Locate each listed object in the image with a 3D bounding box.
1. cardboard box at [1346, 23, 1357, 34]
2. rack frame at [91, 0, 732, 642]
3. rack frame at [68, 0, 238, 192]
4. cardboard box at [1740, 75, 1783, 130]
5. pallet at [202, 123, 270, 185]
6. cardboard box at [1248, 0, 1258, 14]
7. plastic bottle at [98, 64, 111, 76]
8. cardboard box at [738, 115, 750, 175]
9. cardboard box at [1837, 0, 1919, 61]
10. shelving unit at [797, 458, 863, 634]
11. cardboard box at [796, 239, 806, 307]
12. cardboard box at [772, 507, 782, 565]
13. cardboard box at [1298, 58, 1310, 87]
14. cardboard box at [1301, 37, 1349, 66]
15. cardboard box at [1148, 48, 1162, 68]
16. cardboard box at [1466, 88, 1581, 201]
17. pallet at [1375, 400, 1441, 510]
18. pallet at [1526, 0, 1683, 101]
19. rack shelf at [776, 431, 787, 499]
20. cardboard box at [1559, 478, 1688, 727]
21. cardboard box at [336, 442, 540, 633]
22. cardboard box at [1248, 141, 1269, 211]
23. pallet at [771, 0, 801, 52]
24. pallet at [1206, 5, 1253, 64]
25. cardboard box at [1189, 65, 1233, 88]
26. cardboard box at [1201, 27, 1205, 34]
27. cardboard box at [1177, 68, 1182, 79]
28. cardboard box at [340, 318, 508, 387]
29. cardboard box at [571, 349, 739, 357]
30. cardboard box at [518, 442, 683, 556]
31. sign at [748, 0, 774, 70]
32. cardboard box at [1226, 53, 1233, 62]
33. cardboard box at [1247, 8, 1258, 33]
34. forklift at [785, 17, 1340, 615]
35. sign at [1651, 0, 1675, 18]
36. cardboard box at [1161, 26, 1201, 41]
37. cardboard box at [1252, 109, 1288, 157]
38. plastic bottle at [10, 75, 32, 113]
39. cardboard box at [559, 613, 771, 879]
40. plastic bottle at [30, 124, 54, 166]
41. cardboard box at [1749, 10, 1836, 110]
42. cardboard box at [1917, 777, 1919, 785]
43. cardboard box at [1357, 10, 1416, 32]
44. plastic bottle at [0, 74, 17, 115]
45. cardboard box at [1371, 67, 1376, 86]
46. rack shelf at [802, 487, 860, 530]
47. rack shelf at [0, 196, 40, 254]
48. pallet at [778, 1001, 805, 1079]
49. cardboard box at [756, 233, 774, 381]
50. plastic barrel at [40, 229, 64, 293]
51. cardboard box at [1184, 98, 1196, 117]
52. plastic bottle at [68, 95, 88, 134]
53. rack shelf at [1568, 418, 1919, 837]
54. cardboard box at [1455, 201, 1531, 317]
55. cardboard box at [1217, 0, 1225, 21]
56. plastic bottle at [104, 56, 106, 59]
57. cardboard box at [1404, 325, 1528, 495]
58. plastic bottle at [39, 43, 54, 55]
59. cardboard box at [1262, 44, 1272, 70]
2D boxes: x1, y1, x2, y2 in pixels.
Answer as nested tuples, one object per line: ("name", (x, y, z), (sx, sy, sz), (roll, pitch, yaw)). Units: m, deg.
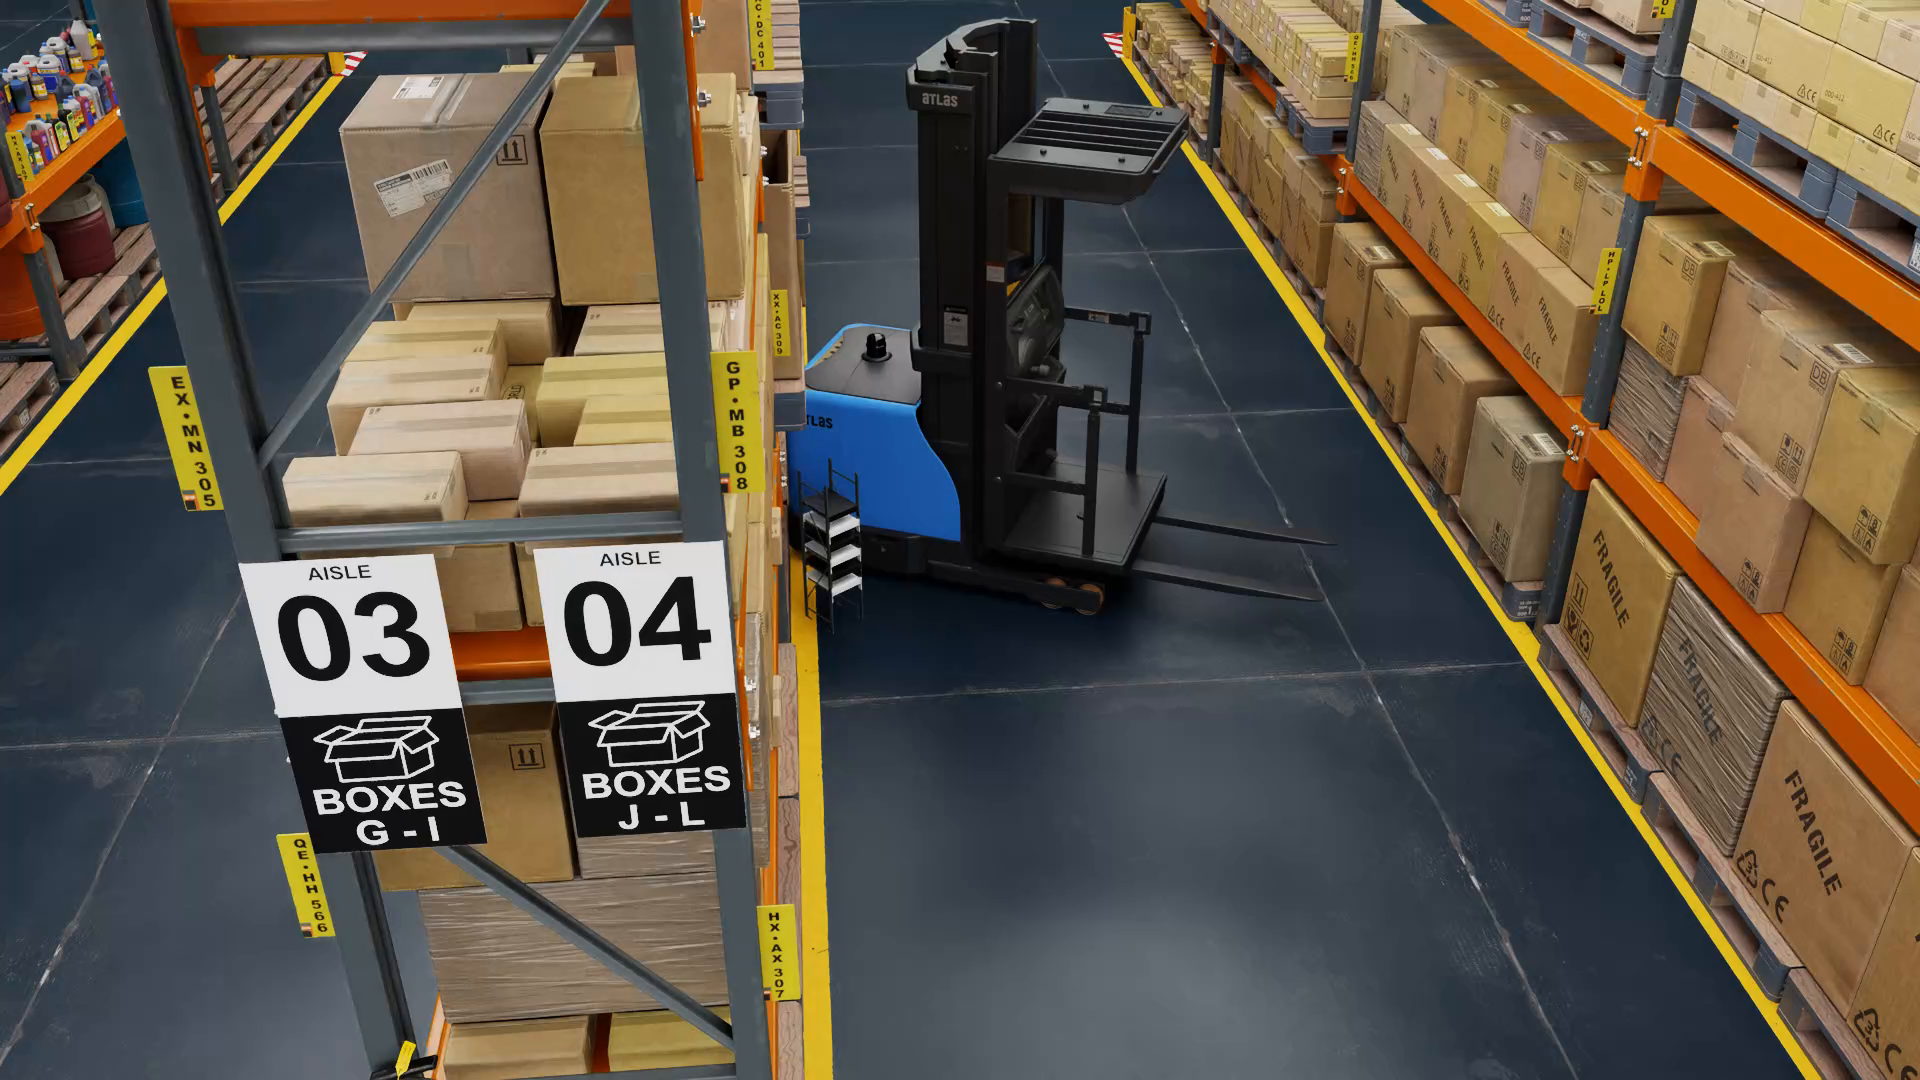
("cardboard box", (3.230, -3.936, 12.961), (0.380, 0.149, 0.250), (-3, 31, -5))
("rack frame", (-1.003, -1.128, 2.863), (1.000, 3.000, 0.127), (-3, 31, -5))
("rack frame", (-7.055, -4.441, 14.261), (1.000, 3.000, 0.127), (-3, 31, -5))
("cardboard box", (3.315, -1.722, 6.520), (0.380, 0.149, 0.250), (-3, 31, -5))
("pallet", (-7.163, -3.618, 15.601), (1.003, 0.211, 1.213), (-3, 31, -5))
("cardboard box", (2.524, -4.309, 13.295), (0.380, 0.149, 0.250), (-2, 31, -3))
("plastic bottle", (-6.581, -3.571, 12.925), (0.152, 0.276, 0.135), (-3, 31, -5))
("cardboard box", (-0.964, -1.432, 6.055), (0.380, 0.149, 0.250), (-4, 31, -6))
("cardboard box", (3.364, -1.803, 5.879), (0.380, 0.149, 0.250), (-2, 31, -4))
("shelving unit", (-0.683, 0.037, 8.812), (0.210, 0.900, 0.258), (-25, 39, -35))
("cardboard box", (-1.794, -2.258, 12.268), (1.225, 0.875, 0.875), (-4, 31, -7))
("cardboard box", (-0.952, -0.010, 7.087), (0.380, 0.149, 0.250), (-3, 31, -5))
("cardboard box", (2.671, -3.389, 12.045), (0.380, 0.149, 0.250), (-2, 31, -3))
("cardboard box", (2.674, -3.507, 11.952), (0.380, 0.149, 0.250), (-3, 31, -5))
("cardboard box", (2.231, -5.188, 17.882), (0.380, 0.149, 0.250), (-2, 31, -4))
("cardboard box", (3.376, -2.284, 9.577), (0.700, 0.500, 0.500), (-3, 31, -5))
("pallet", (3.307, -0.598, 10.545), (1.003, 0.211, 1.213), (-3, 31, -5))
("pallet", (3.436, -2.452, 8.191), (0.805, 0.209, 1.217), (-4, 31, -7))
("rack shelf", (-1.564, -1.306, 9.714), (1.077, 0.370, 4.000), (-3, 31, -5))
("cardboard box", (3.560, 0.276, 8.026), (0.875, 0.875, 0.875), (-2, 31, -4))
("cardboard box", (-1.301, -0.009, 4.062), (0.500, 0.250, 0.500), (-2, 31, -3))
("cardboard box", (2.742, -3.045, 13.951), (0.500, 0.500, 0.500), (-2, 31, -4))
("pallet", (-1.428, -2.651, 8.522), (1.213, 0.211, 1.003), (-3, 31, -5))
("pallet", (2.750, -4.385, 14.354), (1.003, 0.211, 1.213), (-3, 31, -5))
("cardboard box", (2.437, -4.501, 16.151), (0.380, 0.149, 0.250), (-3, 31, -5))
("cardboard box", (2.834, -5.470, 18.063), (0.380, 0.149, 0.250), (-4, 31, -7))
("cardboard box", (2.423, -4.767, 16.887), (0.380, 0.149, 0.250), (-4, 31, -7))
("cardboard box", (-1.429, -0.473, 4.450), (0.380, 0.149, 0.250), (-3, 31, -4))
("cardboard box", (-0.845, -0.297, 4.543), (0.500, 0.250, 0.500), (-3, 31, -6))
("cardboard box", (-0.799, -0.098, 3.822), (0.380, 0.149, 0.250), (-3, 31, -5))
("sign", (-0.837, -2.134, 6.968), (0.100, 0.325, 0.005), (-3, 31, -5))
("cardboard box", (2.861, -4.934, 16.875), (0.380, 0.149, 0.250), (-4, 31, -7))
("cardboard box", (2.530, -4.172, 13.355), (0.380, 0.149, 0.250), (-3, 31, -5))
("forklift", (0.591, -1.157, 8.829), (3.031, 2.935, 1.130), (10, 32, 16))
("sign", (3.032, -2.394, 7.097), (0.100, 0.325, 0.005), (-3, 31, -5))
("cardboard box", (2.324, -5.300, 17.490), (0.380, 0.149, 0.250), (-2, 31, -3))
("cardboard box", (2.725, -3.371, 13.767), (0.500, 0.250, 0.500), (-2, 31, -3))
("plastic bottle", (-7.138, -3.387, 12.622), (0.097, 0.271, 0.097), (0, 31, 0))
("cardboard box", (-0.783, 0.554, 4.535), (0.500, 0.500, 0.500), (-3, 31, -5))
("plastic bottle", (-6.386, -2.755, 11.552), (0.061, 0.283, 0.133), (-3, 31, -5))
("cardboard box", (3.387, -1.834, 6.320), (0.500, 0.250, 0.500), (-3, 31, -5))
("cardboard box", (3.792, 0.731, 5.456), (0.875, 0.550, 0.550), (-3, 31, -5))
("cardboard box", (3.249, -3.931, 12.662), (0.380, 0.149, 0.250), (-1, 31, -2))
("plastic bottle", (-7.254, -3.393, 12.554), (0.144, 0.351, 0.185), (-3, 31, -5))
("cardboard box", (3.279, -3.545, 12.596), (0.380, 0.149, 0.250), (-1, 31, -2))
("rack shelf", (-0.683, -0.167, 8.690), (0.200, 0.077, 0.258), (-25, 39, -35))
("rack shelf", (-6.495, -1.069, 9.317), (1.077, 0.370, 4.000), (-3, 31, -5))
("pallet", (-1.051, 2.190, 5.878), (1.003, 0.211, 1.213), (-3, 31, -5))
("cardboard box", (-1.061, -0.978, 7.099), (0.500, 0.500, 0.500), (-3, 31, -5))
("plastic barrel", (-6.886, -2.044, 12.264), (0.421, 0.512, 0.421), (0, 31, 0))
("cardboard box", (2.418, -4.273, 16.350), (0.380, 0.149, 0.250), (-4, 31, -6))
("plastic bottle", (-6.470, -3.113, 12.162), (0.097, 0.271, 0.097), (0, 31, 0))
("rack shelf", (3.758, 0.550, 6.607), (1.077, 0.370, 4.000), (-3, 31, -5))
("cardboard box", (3.162, -1.593, 9.394), (0.500, 0.500, 0.500), (-2, 31, -4))
("cardboard box", (2.434, -4.573, 14.316), (0.380, 0.149, 0.250), (-2, 31, -4))
("plastic bottle", (-6.738, -3.741, 13.214), (0.097, 0.271, 0.097), (0, 31, 0))
("cardboard box", (3.337, -0.800, 9.949), (1.050, 0.750, 0.750), (-3, 31, -5))
("plastic bottle", (-7.374, -3.884, 13.454), (0.097, 0.271, 0.097), (0, 31, 0))
("cardboard box", (2.579, -3.780, 12.989), (0.380, 0.149, 0.250), (-2, 31, -3))
